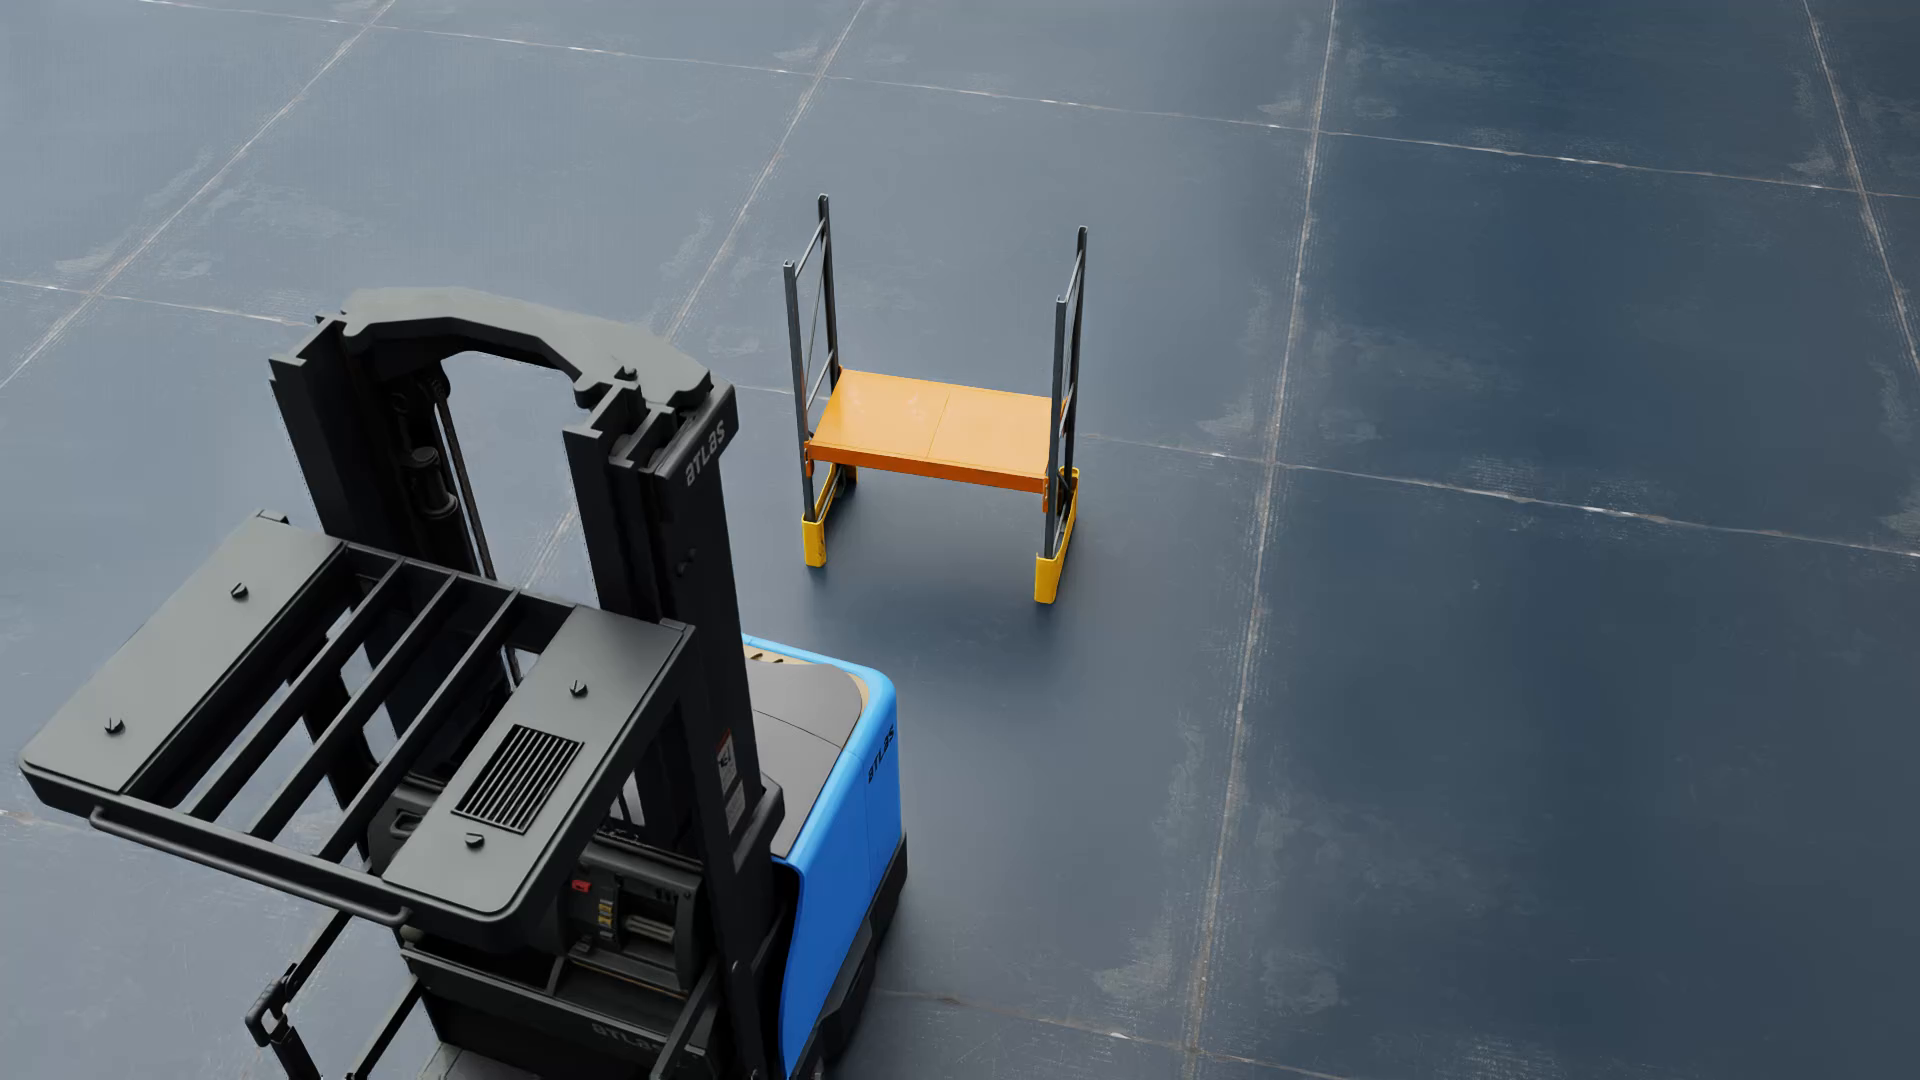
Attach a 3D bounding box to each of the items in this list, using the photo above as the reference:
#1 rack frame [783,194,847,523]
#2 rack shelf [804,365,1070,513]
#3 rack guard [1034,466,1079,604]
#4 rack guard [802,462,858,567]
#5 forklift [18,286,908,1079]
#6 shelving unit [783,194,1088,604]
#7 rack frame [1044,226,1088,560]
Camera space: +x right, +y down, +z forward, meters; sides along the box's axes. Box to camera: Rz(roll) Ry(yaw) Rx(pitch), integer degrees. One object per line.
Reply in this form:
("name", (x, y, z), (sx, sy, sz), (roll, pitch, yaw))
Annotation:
("rack frame", (-0.579, -0.630, 6.783), (0.032, 1.500, 0.500), (9, 45, 9))
("rack shelf", (-0.083, -0.424, 6.828), (1.000, 0.185, 0.538), (9, 45, 9))
("rack guard", (0.412, -0.026, 7.057), (0.087, 0.250, 0.587), (9, 45, 9))
("rack guard", (-0.560, -0.177, 7.214), (0.087, 0.250, 0.587), (9, 45, 9))
("forklift", (-1.157, 0.992, 4.066), (1.130, 2.935, 3.031), (14, 46, 14))
("shelving unit", (-0.074, -0.552, 6.702), (1.083, 1.500, 0.587), (9, 45, 9))
("rack frame", (0.413, -0.476, 6.623), (0.032, 1.500, 0.500), (9, 45, 9))
